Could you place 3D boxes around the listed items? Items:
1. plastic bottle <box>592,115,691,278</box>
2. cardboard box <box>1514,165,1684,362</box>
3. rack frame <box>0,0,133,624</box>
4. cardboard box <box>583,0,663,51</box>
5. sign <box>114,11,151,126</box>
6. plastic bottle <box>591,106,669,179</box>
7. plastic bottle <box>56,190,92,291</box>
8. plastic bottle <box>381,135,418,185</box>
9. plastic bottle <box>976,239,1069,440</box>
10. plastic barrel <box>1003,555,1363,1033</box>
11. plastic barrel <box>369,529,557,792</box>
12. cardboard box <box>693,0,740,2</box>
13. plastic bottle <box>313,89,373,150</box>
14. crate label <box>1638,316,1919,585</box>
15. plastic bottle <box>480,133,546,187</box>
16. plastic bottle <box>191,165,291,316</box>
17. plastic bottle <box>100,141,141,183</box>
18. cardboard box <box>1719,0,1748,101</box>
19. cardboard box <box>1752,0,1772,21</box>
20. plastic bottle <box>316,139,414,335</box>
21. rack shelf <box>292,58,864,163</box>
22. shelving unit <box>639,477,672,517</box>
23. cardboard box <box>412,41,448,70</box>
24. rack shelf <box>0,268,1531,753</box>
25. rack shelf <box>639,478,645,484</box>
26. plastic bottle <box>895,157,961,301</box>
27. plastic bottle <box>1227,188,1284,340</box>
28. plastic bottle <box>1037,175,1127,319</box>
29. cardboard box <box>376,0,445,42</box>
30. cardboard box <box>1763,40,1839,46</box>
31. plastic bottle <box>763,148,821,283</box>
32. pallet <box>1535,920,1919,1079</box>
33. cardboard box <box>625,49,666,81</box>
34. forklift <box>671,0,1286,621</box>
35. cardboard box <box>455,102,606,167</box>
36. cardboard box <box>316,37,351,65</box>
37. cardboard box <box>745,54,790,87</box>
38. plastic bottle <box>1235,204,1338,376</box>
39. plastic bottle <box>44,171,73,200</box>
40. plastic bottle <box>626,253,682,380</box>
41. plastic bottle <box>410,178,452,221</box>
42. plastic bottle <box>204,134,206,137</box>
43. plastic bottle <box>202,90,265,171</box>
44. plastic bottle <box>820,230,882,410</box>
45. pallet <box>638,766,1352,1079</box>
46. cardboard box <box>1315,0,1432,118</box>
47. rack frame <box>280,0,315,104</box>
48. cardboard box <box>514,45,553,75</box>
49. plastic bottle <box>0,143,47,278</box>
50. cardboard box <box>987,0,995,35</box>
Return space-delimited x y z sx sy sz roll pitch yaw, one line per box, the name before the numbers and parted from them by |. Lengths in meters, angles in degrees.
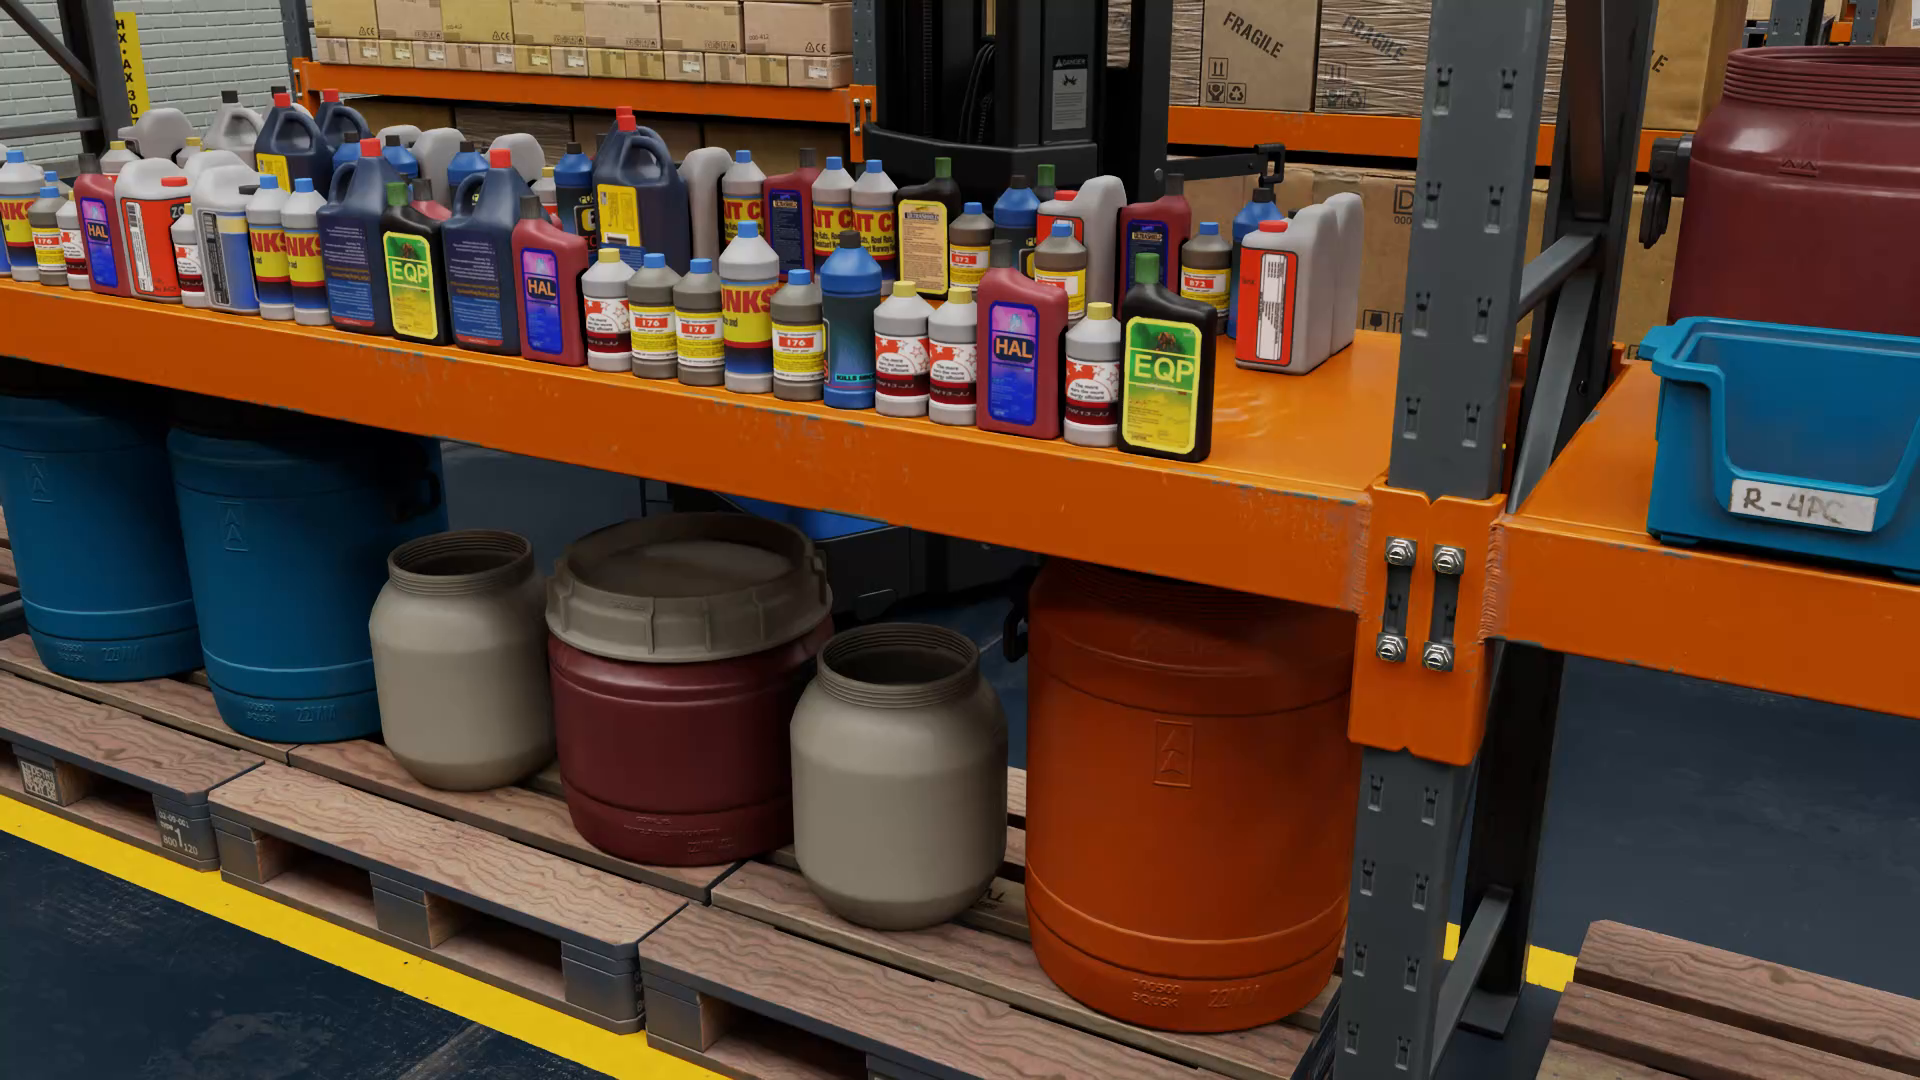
plastic bottle | -0.671 -0.709 3.493 0.185 0.351 0.144 11 23 27
cardboard box | 2.678 -1.167 7.184 0.875 0.875 1.225 10 22 25
rack frame | -2.638 -1.038 4.329 0.127 3.000 1.000 11 23 27
cardboard box | -1.634 -2.748 8.825 0.500 0.250 0.500 11 23 28
sign | -2.368 -1.332 4.732 0.005 0.325 0.100 11 23 27
plastic bottle | -0.714 -0.777 3.679 0.185 0.351 0.144 11 23 27
plastic bottle | -1.842 -0.634 3.505 0.097 0.201 0.097 0 20 0
plastic bottle | -1.304 -0.801 3.864 0.097 0.271 0.097 0 20 0
plastic bottle | 0.092 -0.297 2.456 0.133 0.283 0.061 11 23 27
plastic barrel | 0.419 0.373 3.004 0.708 0.830 0.600 11 23 27
plastic barrel | -1.103 0.268 3.761 0.421 0.512 0.421 0 20 0
cardboard box | -1.189 -3.016 8.465 0.500 0.500 0.500 11 23 28
plastic bottle | -1.514 -0.929 4.100 0.185 0.351 0.144 11 23 27
crate label | 1.040 -0.113 2.023 0.416 0.233 0.303 11 23 27
plastic bottle | -1.057 -0.805 3.868 0.135 0.276 0.152 11 23 27
plastic bottle | -1.408 -0.597 3.294 0.135 0.276 0.152 11 23 27
plastic bottle | -2.180 -0.935 4.336 0.097 0.201 0.097 0 20 0
cardboard box | 2.978 -2.057 6.989 0.500 0.500 0.500 12 23 29
cardboard box | 5.122 -3.332 10.404 0.250 0.149 0.380 11 23 28
plastic bottle | -1.101 -0.572 3.116 0.185 0.351 0.144 11 23 27
rack shelf | -1.968 -2.507 9.433 4.000 0.370 1.077 11 23 27
shelving unit | -1.036 -0.602 5.985 0.215 1.050 0.252 4 20 12
cardboard box | -2.889 -2.775 9.485 0.250 0.149 0.380 10 22 26
rack shelf | -0.892 -0.368 3.535 4.000 0.370 1.077 11 23 27
rack shelf | -1.036 -0.331 6.083 0.215 0.259 0.240 4 20 12
plastic bottle | -0.066 -0.638 3.395 0.133 0.283 0.061 11 23 27
plastic bottle | 0.546 -0.508 3.056 0.097 0.271 0.097 0 20 0
plastic bottle | 0.230 -0.560 3.192 0.135 0.276 0.152 11 23 27
cardboard box | -2.970 -3.003 9.528 0.500 0.250 0.500 10 22 27
cardboard box | 7.540 -4.136 15.369 0.875 0.875 0.875 11 22 27
plastic bottle | -0.352 -0.692 3.546 0.133 0.283 0.061 11 23 27
pallet | 1.512 1.078 2.584 1.213 0.211 1.003 11 23 27
cardboard box | -1.547 -2.519 8.779 0.250 0.149 0.380 11 23 28
forklift | 0.529 -1.491 5.677 3.031 2.935 1.130 -12 23 -30
cardboard box | -2.322 -2.143 9.873 0.875 0.875 0.875 11 23 27
cardboard box | -3.565 -2.903 9.837 0.250 0.149 0.380 11 23 28
cardboard box | -0.873 -2.391 8.426 0.250 0.149 0.380 11 23 28
plastic bottle | 0.560 -0.438 2.855 0.135 0.276 0.152 11 23 27
plastic bottle | -2.055 -0.734 3.781 0.097 0.201 0.097 0 20 0
plastic bottle | -0.510 -0.380 2.806 0.097 0.201 0.097 0 20 0
plastic bottle | -0.953 -0.520 3.070 0.133 0.283 0.061 11 23 27
plastic bottle | -1.912 -0.989 4.365 0.133 0.283 0.061 11 23 27
plastic bottle | -1.746 -0.917 4.066 0.185 0.351 0.144 11 23 27
plastic bottle | -0.170 -0.348 2.615 0.097 0.271 0.097 0 20 0
pallet | 0.146 0.819 3.298 1.213 0.211 1.003 11 23 27
cardboard box | 1.831 -2.073 7.035 0.500 0.500 0.500 10 22 26
rack frame | -3.714 -3.178 10.228 0.127 3.000 1.000 11 23 27
cardboard box | -2.222 -2.647 9.133 0.250 0.149 0.380 10 22 26
plastic bottle | -2.100 -0.729 3.657 0.135 0.276 0.152 11 23 27
cardboard box | 0.058 -2.409 7.961 0.500 0.500 0.500 11 23 27
